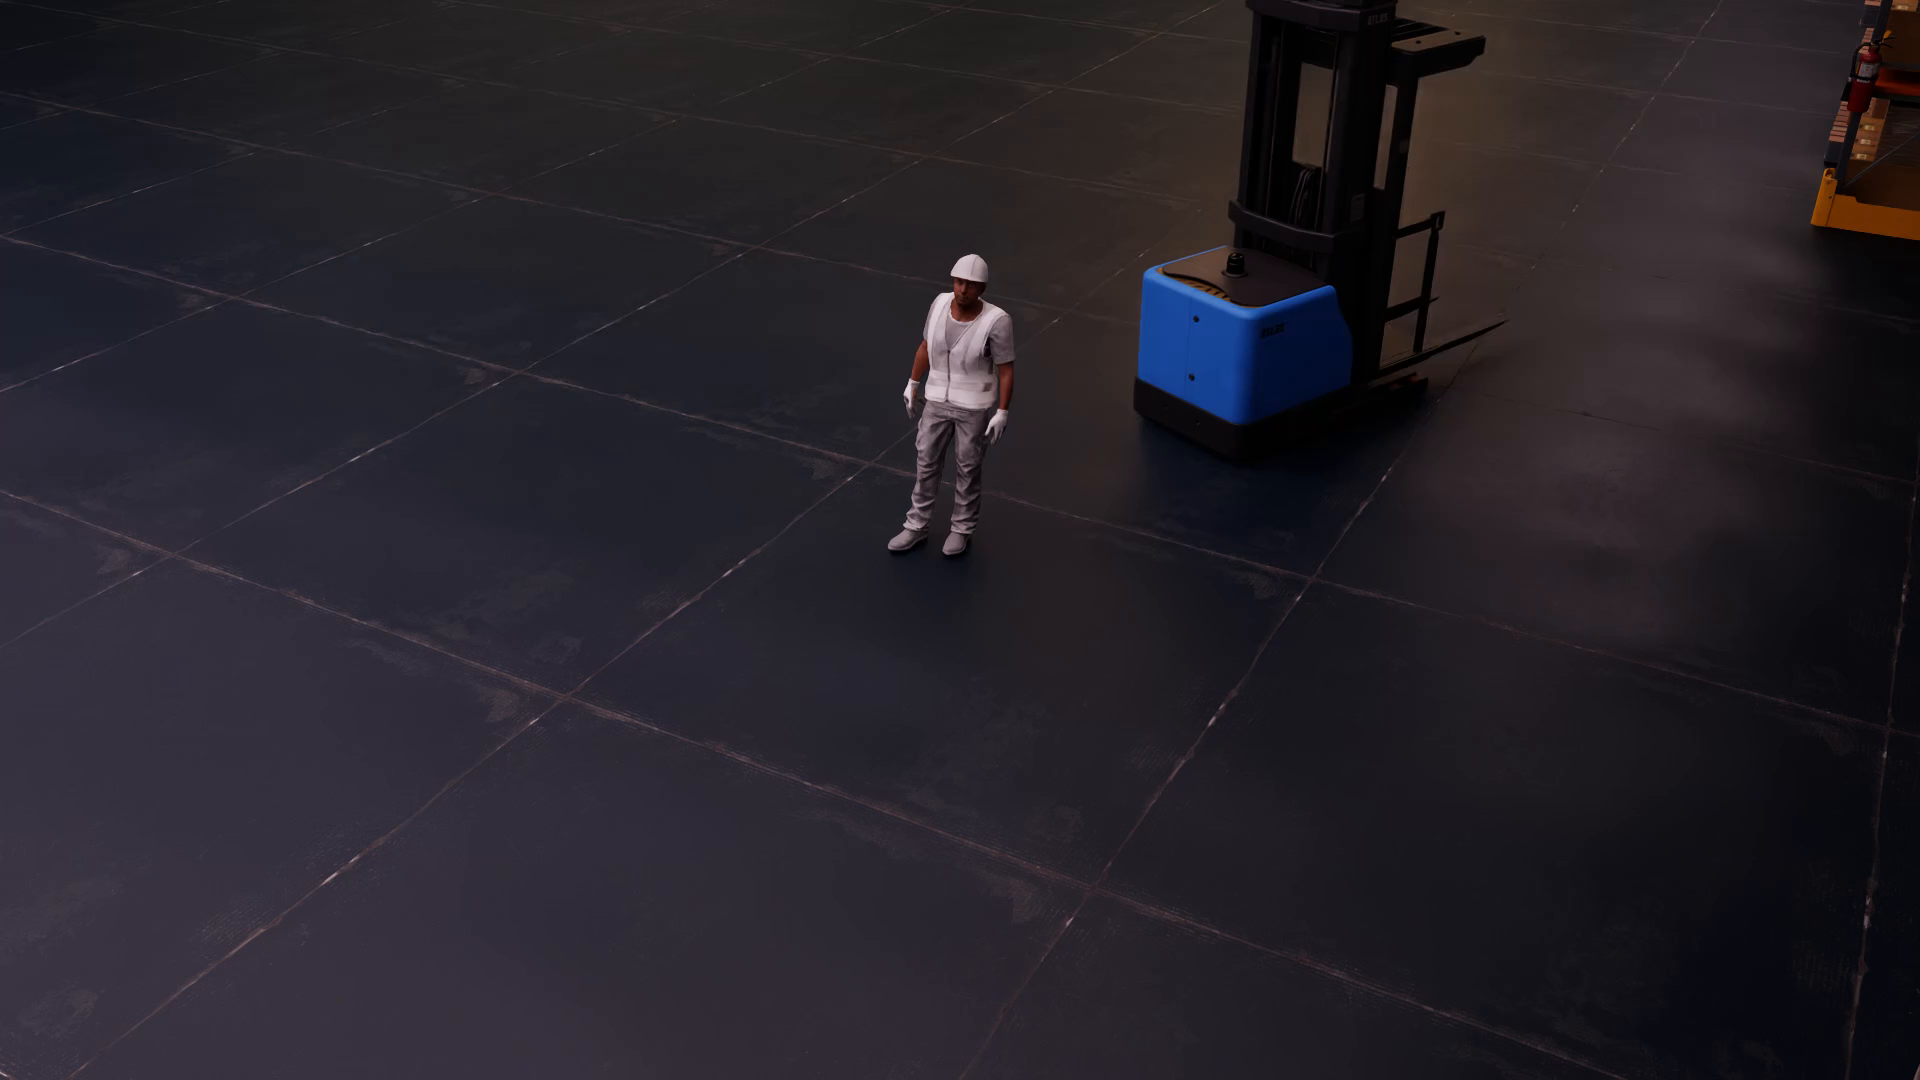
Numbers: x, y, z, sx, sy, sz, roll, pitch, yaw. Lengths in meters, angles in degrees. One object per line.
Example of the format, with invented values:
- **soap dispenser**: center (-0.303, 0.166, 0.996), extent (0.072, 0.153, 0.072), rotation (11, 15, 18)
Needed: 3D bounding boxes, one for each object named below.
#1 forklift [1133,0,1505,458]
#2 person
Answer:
- **forklift**: center (2.667, -2.384, 11.202), extent (3.031, 2.935, 1.130), rotation (-21, 36, -32)
- **person**: center (-0.043, -0.749, 9.502), extent (0.657, 1.785, 0.575), rotation (15, 33, 25)
